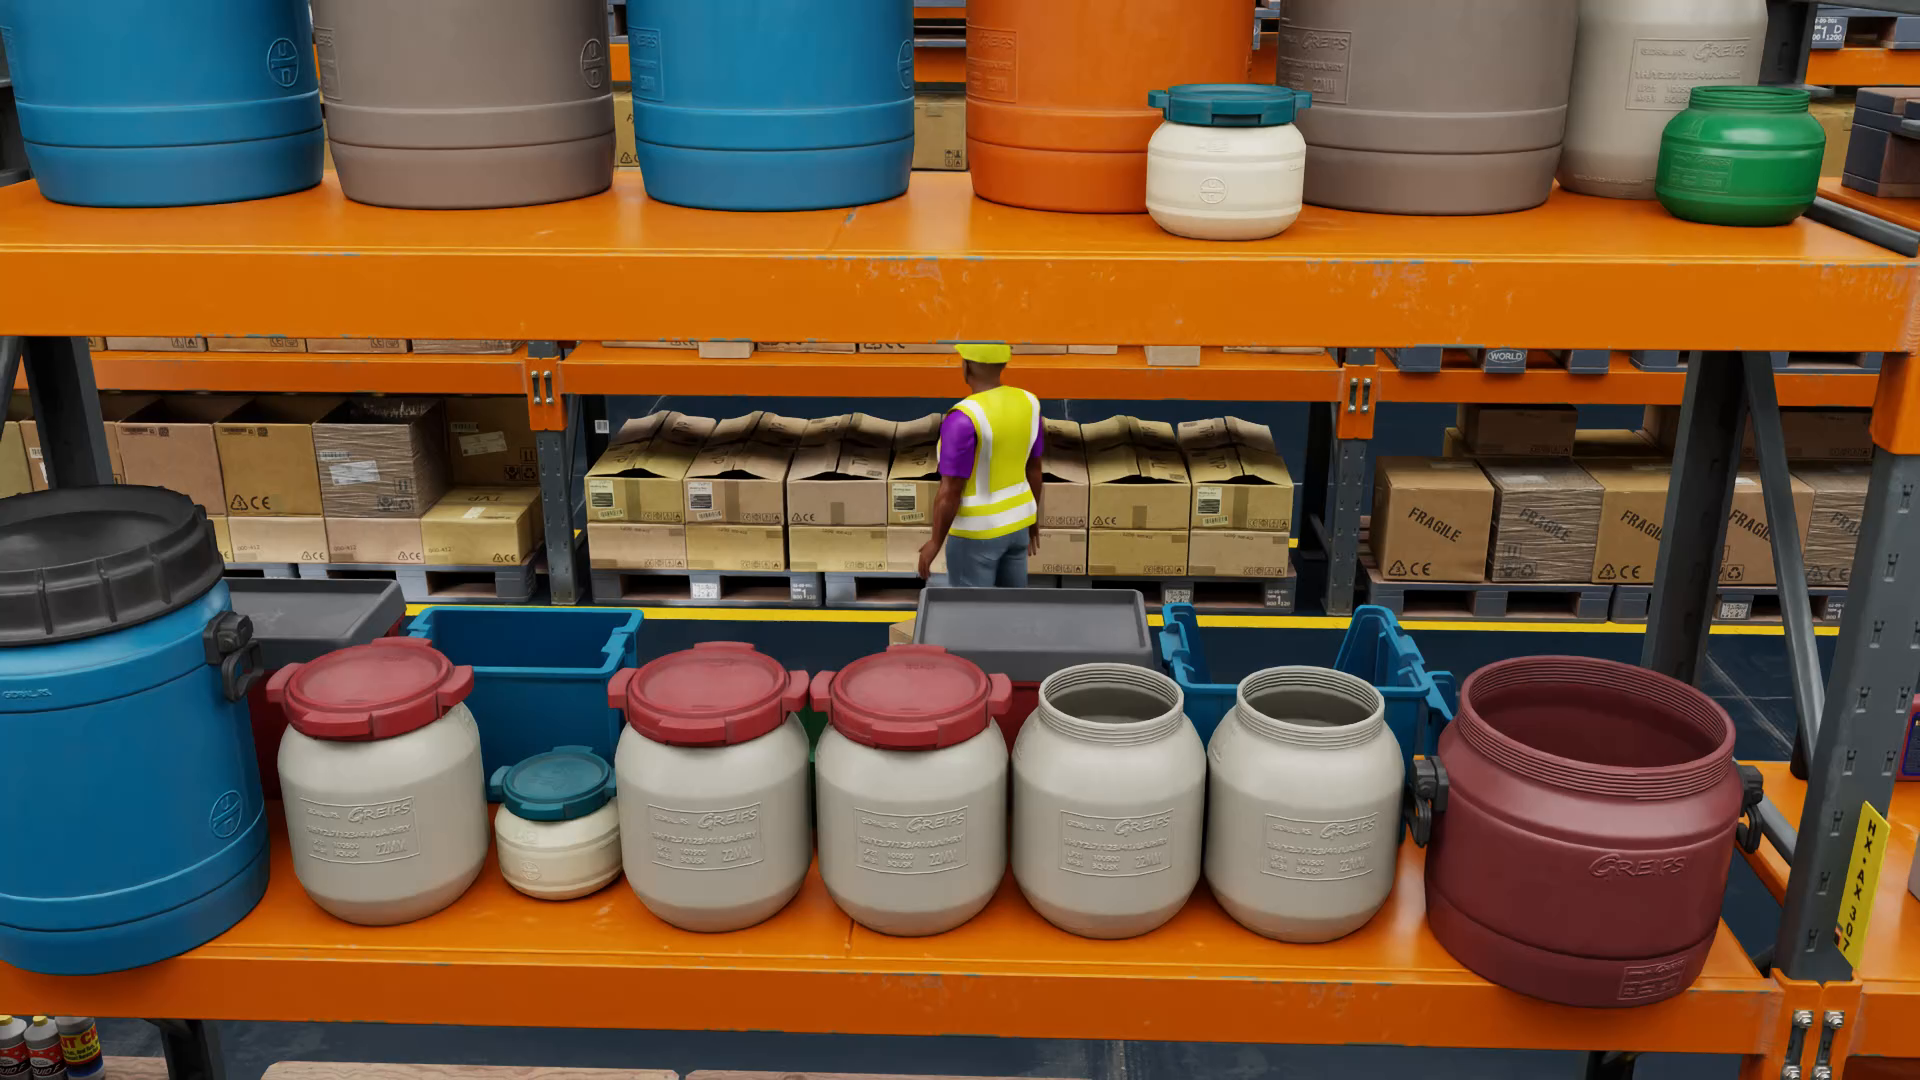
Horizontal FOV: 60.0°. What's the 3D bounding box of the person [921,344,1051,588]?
[{"bbox_3d":[0.113,-0.037,7.087,0.638,1.768,0.384,-16,26,-35],"label":"person"}]
